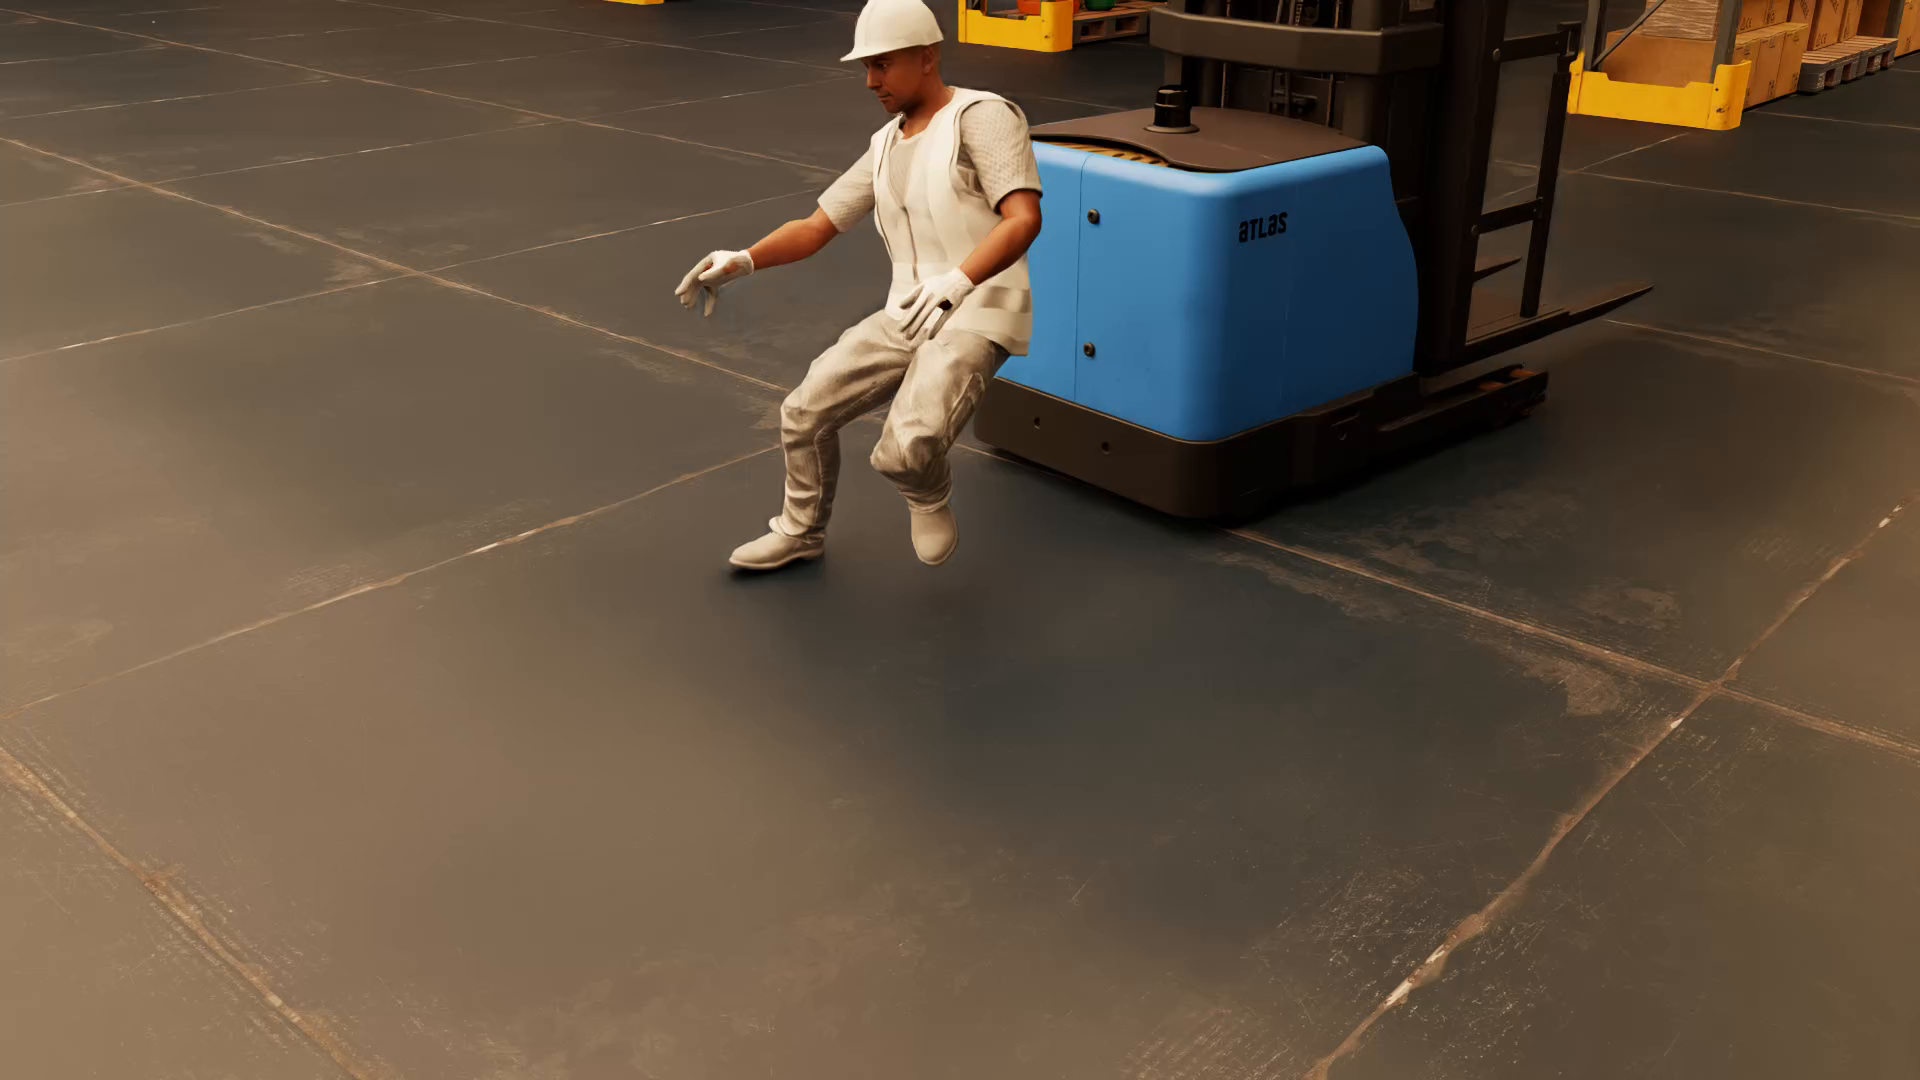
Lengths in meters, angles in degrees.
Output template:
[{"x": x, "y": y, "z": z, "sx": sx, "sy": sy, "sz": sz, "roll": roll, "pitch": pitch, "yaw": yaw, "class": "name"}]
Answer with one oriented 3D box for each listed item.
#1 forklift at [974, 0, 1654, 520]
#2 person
[{"x": 1.485, "y": -1.881, "z": 5.616, "sx": 3.031, "sy": 2.935, "sz": 1.130, "roll": -19, "pitch": 30, "yaw": -37, "class": "forklift"}, {"x": -0.241, "y": -0.573, "z": 4.314, "sx": 0.792, "sy": 1.592, "sz": 0.837, "roll": -18, "pitch": 29, "yaw": -35, "class": "person"}]
